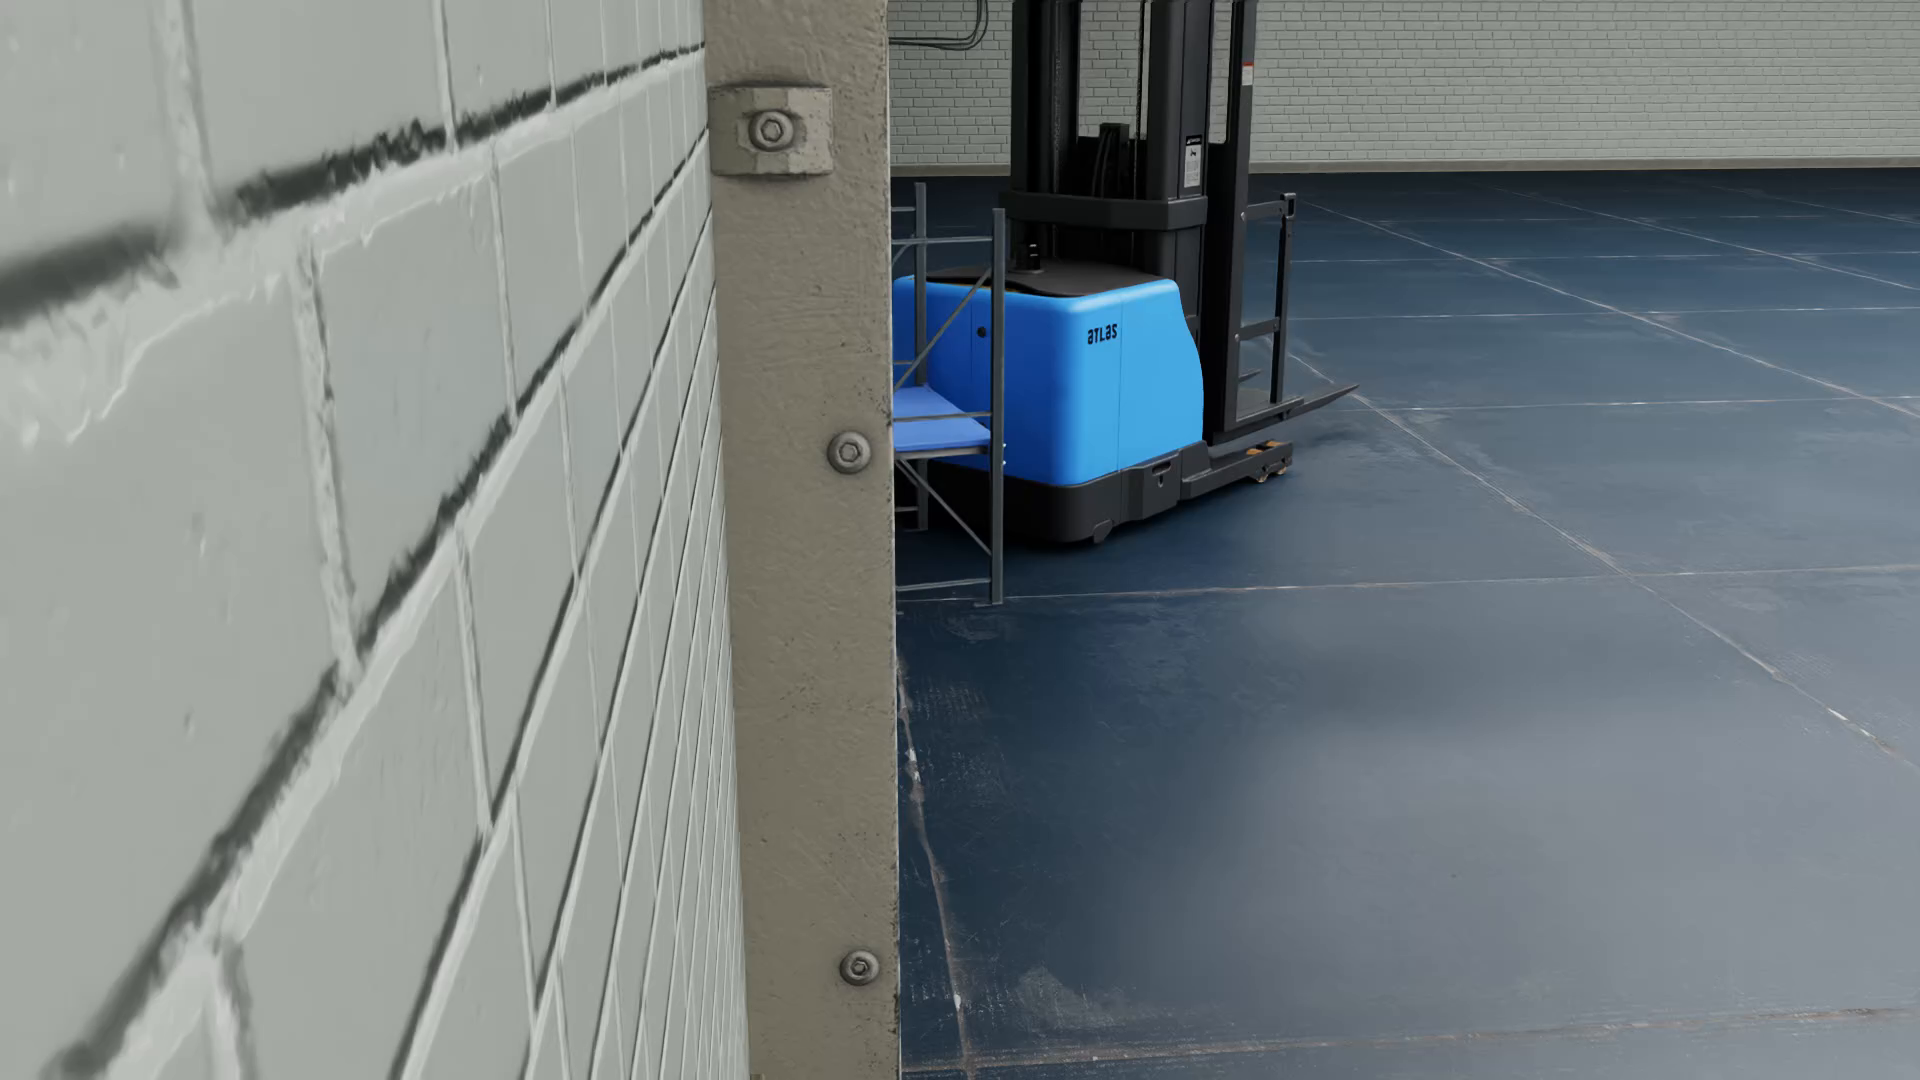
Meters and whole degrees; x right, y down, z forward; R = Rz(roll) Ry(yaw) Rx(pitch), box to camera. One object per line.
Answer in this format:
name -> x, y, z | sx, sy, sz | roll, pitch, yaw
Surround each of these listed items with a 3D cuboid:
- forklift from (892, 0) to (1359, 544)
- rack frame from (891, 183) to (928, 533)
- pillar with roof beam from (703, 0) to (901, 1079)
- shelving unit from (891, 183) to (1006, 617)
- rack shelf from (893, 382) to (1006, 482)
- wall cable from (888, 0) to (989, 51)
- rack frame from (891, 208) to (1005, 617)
forklift -> 0.992, -1.758, 7.883 | 1.130, 2.935, 3.031 | 14, 22, 37
rack frame -> -0.385, -0.737, 7.022 | 0.500, 1.500, 0.032 | -5, 18, -17
pillar with roof beam -> 3.990, -3.285, 2.618 | 9.100, 9.000, 0.400 | -2, 18, -6
shelving unit -> -0.233, -0.592, 6.559 | 0.538, 1.500, 1.048 | -5, 18, -17
rack shelf -> -0.233, -0.420, 6.613 | 0.538, 0.185, 1.000 | -5, 18, -17
wall cable -> -1.137, -7.952, 22.668 | 3.097, 2.526, 0.112 | -2, 18, -6
rack frame -> -0.081, -0.447, 6.096 | 0.500, 1.500, 0.032 | -5, 18, -17
